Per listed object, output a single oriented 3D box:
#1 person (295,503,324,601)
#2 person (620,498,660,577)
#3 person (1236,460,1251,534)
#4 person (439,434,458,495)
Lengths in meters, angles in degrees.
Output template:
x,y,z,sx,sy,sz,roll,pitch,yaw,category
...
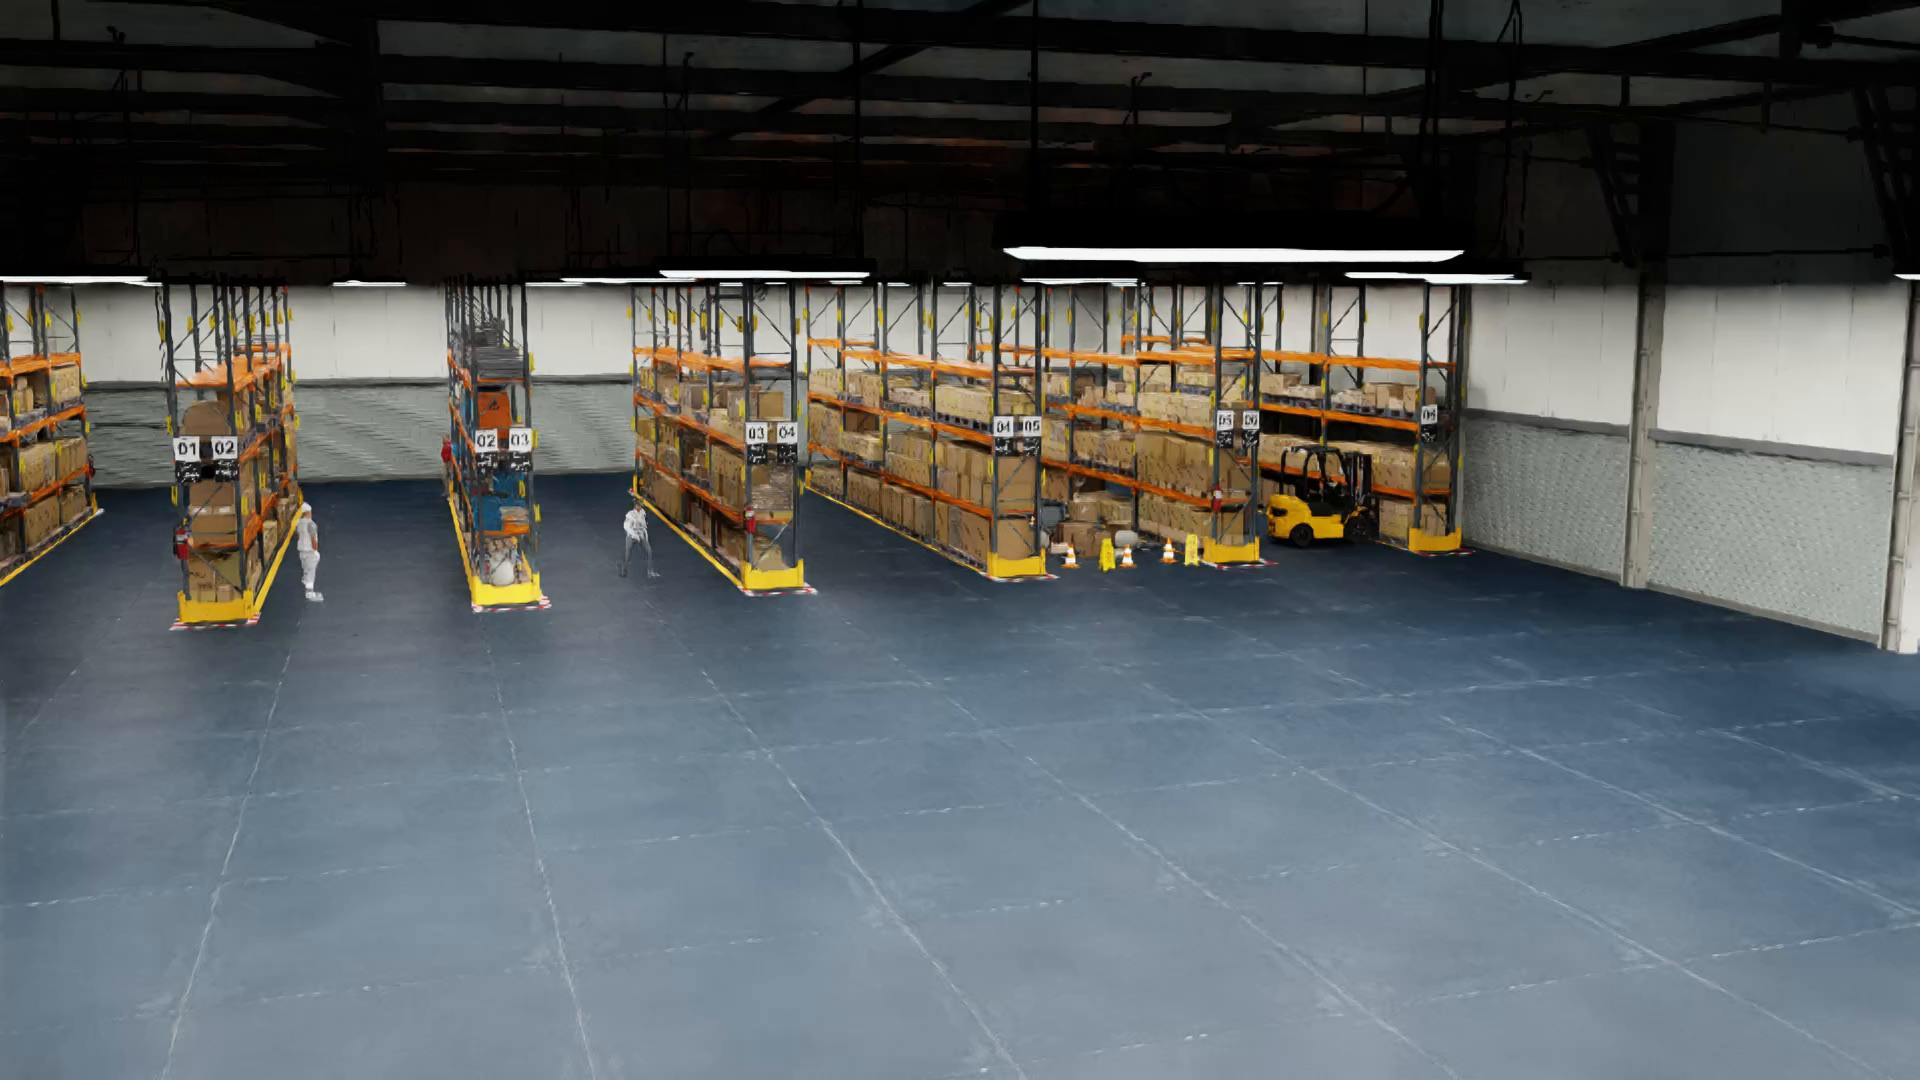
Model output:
x,y,z,sx,sy,sz,roll,pitch,yaw,category
-11.973,0.208,30.669,0.606,1.792,0.442,7,11,40,person
-6.448,-0.069,33.138,0.630,1.608,0.811,-6,11,-35,person
6.595,-1.019,39.058,0.494,1.717,0.578,2,9,11,person
-14.192,-2.106,46.344,0.598,1.717,0.587,7,11,37,person
